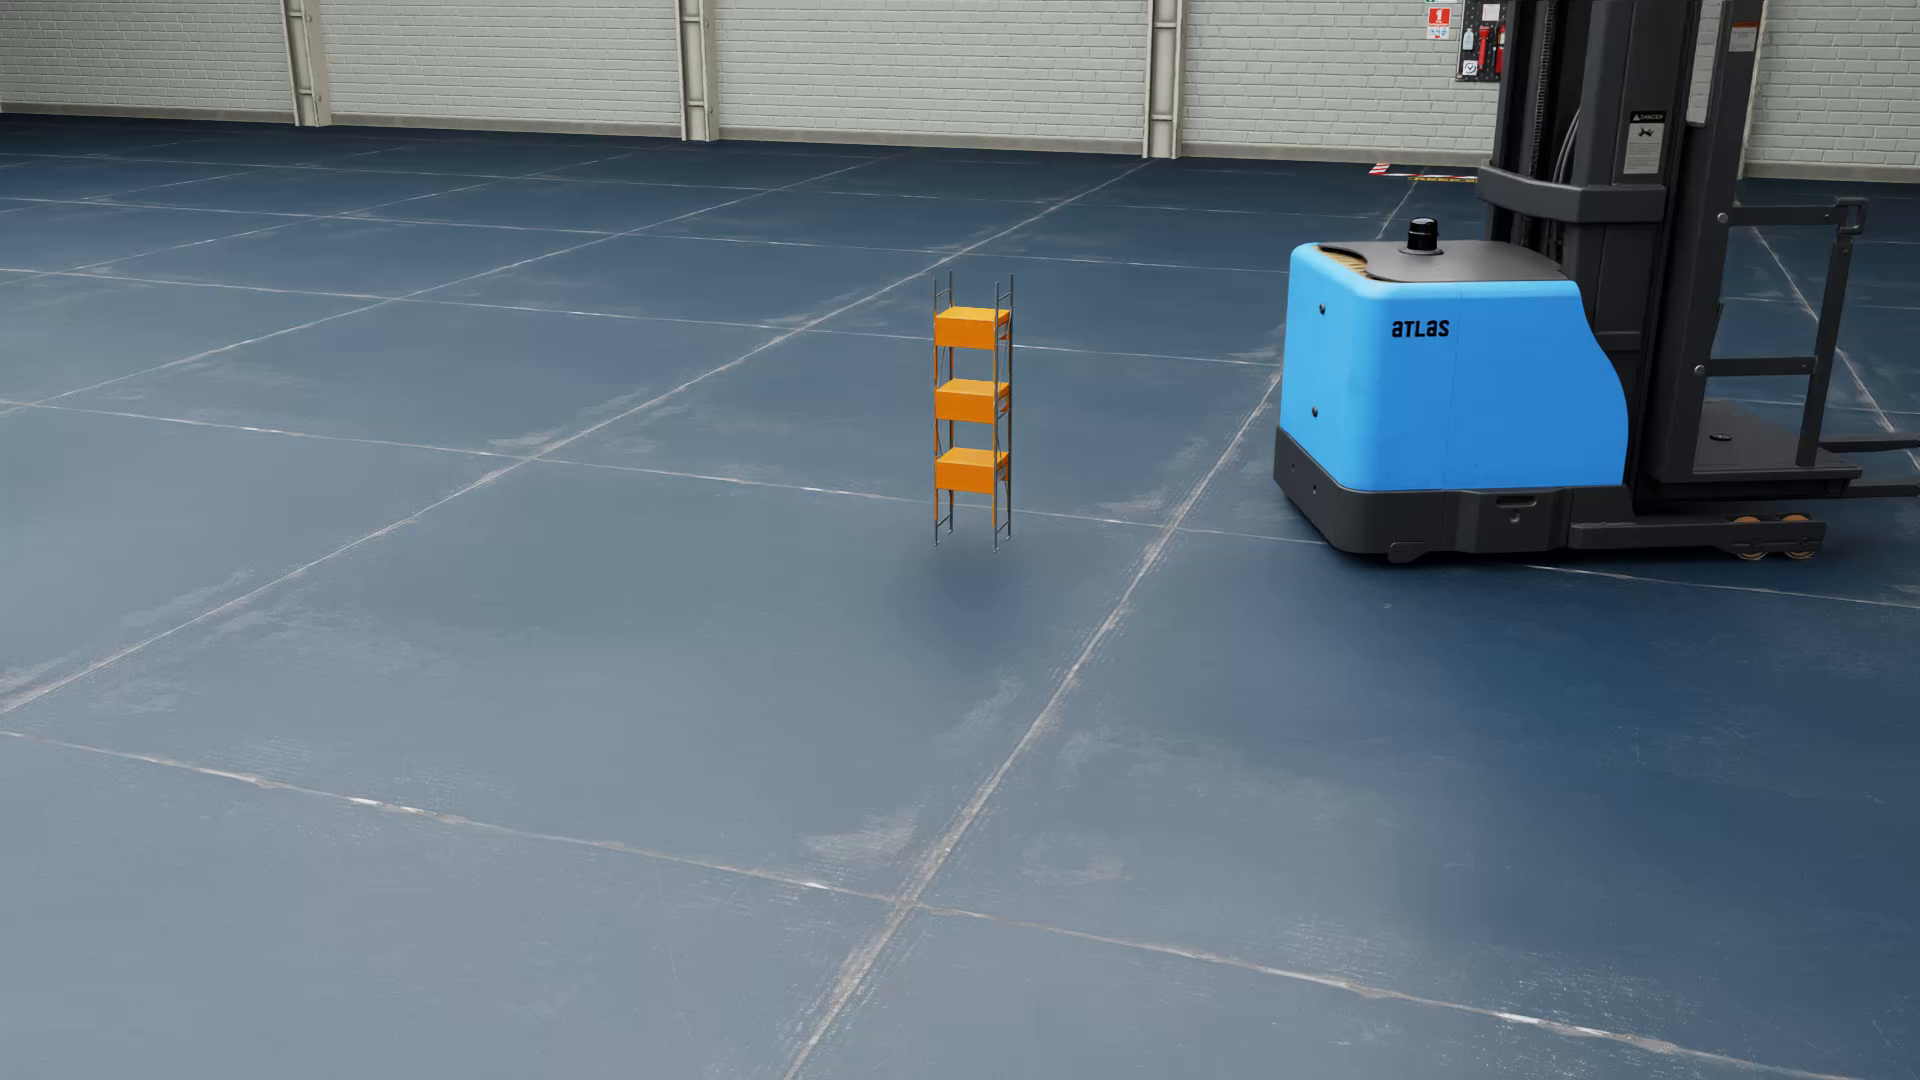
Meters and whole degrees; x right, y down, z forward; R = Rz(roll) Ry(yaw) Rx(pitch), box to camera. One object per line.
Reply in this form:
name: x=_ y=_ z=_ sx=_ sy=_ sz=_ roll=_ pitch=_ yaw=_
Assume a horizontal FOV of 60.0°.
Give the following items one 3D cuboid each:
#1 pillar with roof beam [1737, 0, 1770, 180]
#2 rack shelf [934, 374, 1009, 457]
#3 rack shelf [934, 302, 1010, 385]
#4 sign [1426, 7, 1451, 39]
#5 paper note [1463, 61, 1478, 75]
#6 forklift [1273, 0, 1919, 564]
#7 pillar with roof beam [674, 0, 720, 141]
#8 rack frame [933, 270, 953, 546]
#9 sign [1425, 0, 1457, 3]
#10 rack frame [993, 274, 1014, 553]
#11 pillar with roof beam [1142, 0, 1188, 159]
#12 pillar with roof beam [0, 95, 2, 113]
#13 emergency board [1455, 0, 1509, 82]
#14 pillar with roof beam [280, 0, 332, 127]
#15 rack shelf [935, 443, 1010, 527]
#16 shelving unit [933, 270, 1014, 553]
pillar with roof beam: x=6.612 y=-6.736 z=12.229 sx=0.400 sy=9.000 sz=9.100 roll=7 pitch=20 yaw=18
rack shelf: x=0.051 y=-0.480 z=6.390 sx=0.240 sy=0.259 sz=0.215 roll=7 pitch=20 yaw=18
rack shelf: x=0.051 y=-0.748 z=6.297 sx=0.240 sy=0.259 sz=0.215 roll=7 pitch=20 yaw=18
sign: x=5.214 y=-5.629 z=18.114 sx=0.234 sy=0.329 sz=0.001 roll=7 pitch=20 yaw=18
paper note: x=5.558 y=-5.145 z=18.118 sx=0.142 sy=0.148 sz=0.016 roll=7 pitch=20 yaw=18
forklift: x=2.883 y=-1.477 z=6.361 sx=3.031 sy=2.935 sz=1.130 roll=-2 pitch=19 yaw=-5
pillar with roof beam: x=-4.724 y=-8.032 z=15.948 sx=0.400 sy=9.000 sz=9.100 roll=7 pitch=20 yaw=18
rack frame: x=-0.065 y=-0.503 z=6.425 sx=0.008 sy=1.050 sz=0.200 roll=7 pitch=20 yaw=18
sign: x=5.216 y=-5.876 z=18.017 sx=0.331 sy=0.109 sz=0.001 roll=7 pitch=20 yaw=18
rack frame: x=0.166 y=-0.477 z=6.349 sx=0.008 sy=1.050 sz=0.200 roll=7 pitch=20 yaw=18
pillar with roof beam: x=0.944 y=-7.384 z=14.088 sx=0.400 sy=9.000 sz=9.100 roll=7 pitch=20 yaw=18
pillar with roof beam: x=-16.059 y=-9.328 z=19.666 sx=0.400 sy=9.000 sz=9.100 roll=7 pitch=20 yaw=18
emergency board: x=5.703 y=-5.520 z=17.856 sx=0.643 sy=1.169 sz=0.194 roll=7 pitch=20 yaw=18
pillar with roof beam: x=-10.391 y=-8.680 z=17.807 sx=0.400 sy=9.000 sz=9.100 roll=7 pitch=20 yaw=18
rack shelf: x=0.051 y=-0.218 z=6.482 sx=0.240 sy=0.259 sz=0.215 roll=7 pitch=20 yaw=18
shelving unit: x=0.051 y=-0.490 z=6.387 sx=0.252 sy=1.050 sz=0.215 roll=7 pitch=20 yaw=18
